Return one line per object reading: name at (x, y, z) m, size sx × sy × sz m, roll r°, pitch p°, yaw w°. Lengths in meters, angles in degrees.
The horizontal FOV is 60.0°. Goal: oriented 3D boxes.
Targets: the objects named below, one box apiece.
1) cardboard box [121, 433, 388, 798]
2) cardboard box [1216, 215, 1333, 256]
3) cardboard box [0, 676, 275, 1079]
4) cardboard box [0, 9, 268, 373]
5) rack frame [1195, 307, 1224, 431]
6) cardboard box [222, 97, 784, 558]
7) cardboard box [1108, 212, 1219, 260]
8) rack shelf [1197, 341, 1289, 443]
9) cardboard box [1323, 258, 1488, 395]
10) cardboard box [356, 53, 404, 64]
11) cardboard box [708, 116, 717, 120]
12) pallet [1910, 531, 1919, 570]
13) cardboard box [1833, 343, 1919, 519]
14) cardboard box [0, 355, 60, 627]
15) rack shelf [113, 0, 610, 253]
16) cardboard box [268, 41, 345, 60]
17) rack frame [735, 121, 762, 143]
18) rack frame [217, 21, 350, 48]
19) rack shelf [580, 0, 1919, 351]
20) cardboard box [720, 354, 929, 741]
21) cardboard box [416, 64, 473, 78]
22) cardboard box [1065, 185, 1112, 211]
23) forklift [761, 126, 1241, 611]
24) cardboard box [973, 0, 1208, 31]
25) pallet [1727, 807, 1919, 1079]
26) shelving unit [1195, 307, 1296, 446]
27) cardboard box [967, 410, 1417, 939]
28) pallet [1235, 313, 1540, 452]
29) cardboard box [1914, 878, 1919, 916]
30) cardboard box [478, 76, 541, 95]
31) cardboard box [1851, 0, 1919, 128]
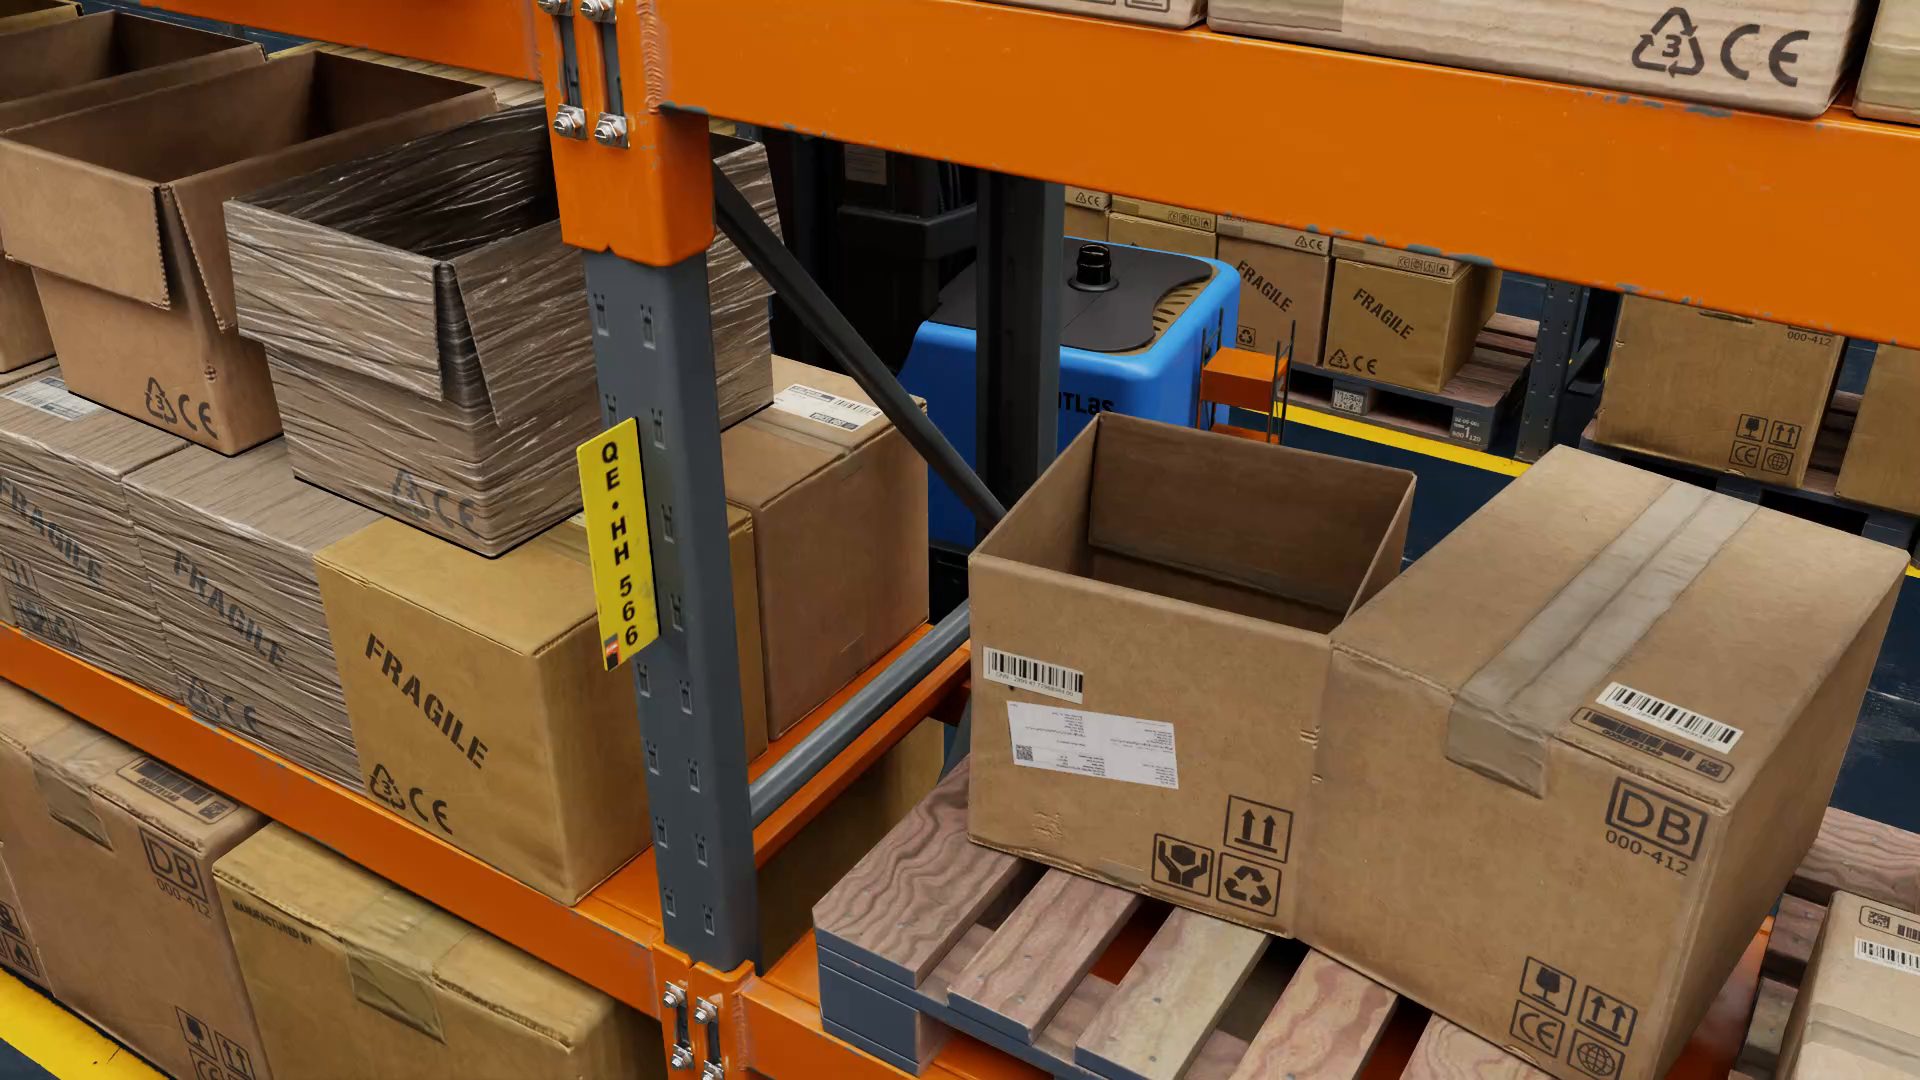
cardboard box at (-1.108, 0.066, 3.061) m, size 0.500 × 0.500 × 0.500 m, roll 17°, pitch 34°, yaw 27°
cardboard box at (1.431, -1.446, 7.071) m, size 0.500 × 0.250 × 0.500 m, roll 18°, pitch 35°, yaw 28°
cardboard box at (-1.463, 0.572, 3.984) m, size 0.875 × 0.875 × 1.225 m, roll 18°, pitch 35°, yaw 27°
cardboard box at (-1.871, -0.760, 3.481) m, size 0.637 × 0.503 × 0.797 m, roll 19°, pitch 35°, yaw 29°
rack frame at (0.824, -0.270, 5.671) m, size 0.008 × 1.050 × 0.200 m, roll 13°, pitch 33°, yaw 21°
cardboard box at (-0.749, -0.407, 2.877) m, size 0.637 × 0.503 × 0.797 m, roll 19°, pitch 35°, yaw 29°
cardboard box at (0.993, -1.260, 7.497) m, size 0.500 × 0.500 × 0.500 m, roll 16°, pitch 34°, yaw 25°
rack shelf at (0.935, -0.480, 5.489) m, size 0.240 × 0.259 × 0.215 m, roll 13°, pitch 33°, yaw 21°
cardboard box at (1.887, -0.984, 7.025) m, size 0.500 × 0.500 × 0.500 m, roll 17°, pitch 34°, yaw 27°
cardboard box at (-3.486, -2.738, 9.789) m, size 0.250 × 0.149 × 0.380 m, roll 17°, pitch 35°, yaw 27°
cardboard box at (-1.481, -2.132, 8.750) m, size 0.250 × 0.149 × 0.380 m, roll 18°, pitch 35°, yaw 28°
pallet at (4.241, -0.043, 6.114) m, size 1.213 × 0.211 × 1.003 m, roll 18°, pitch 35°, yaw 27°
cardboard box at (3.794, -0.593, 6.106) m, size 0.750 × 0.750 × 1.050 m, roll 18°, pitch 35°, yaw 28°
cardboard box at (-1.980, -0.208, 3.531) m, size 0.500 × 0.500 × 0.500 m, roll 18°, pitch 35°, yaw 28°
rack shelf at (-1.833, -1.249, 3.151) m, size 4.000 × 0.370 × 1.077 m, roll 18°, pitch 35°, yaw 27°
cardboard box at (-3.929, -2.883, 10.037) m, size 0.250 × 0.149 × 0.380 m, roll 16°, pitch 34°, yaw 25°
rack frame at (-0.804, -2.890, 8.226) m, size 0.127 × 3.000 × 1.000 m, roll 18°, pitch 35°, yaw 27°
rack frame at (-4.192, -3.961, 10.063) m, size 0.127 × 3.000 × 1.000 m, roll 18°, pitch 35°, yaw 27°
rack shelf at (1.555, -0.177, 1.314) m, size 4.000 × 0.370 × 1.077 m, roll 18°, pitch 35°, yaw 27°
cardboard box at (-0.406, -0.018, 3.204) m, size 0.500 × 0.500 × 0.500 m, roll 19°, pitch 35°, yaw 29°
cardboard box at (-3.002, -2.629, 9.601) m, size 0.250 × 0.149 × 0.380 m, roll 19°, pitch 35°, yaw 29°
cardboard box at (0.563, -1.724, 7.549) m, size 0.500 × 0.250 × 0.500 m, roll 19°, pitch 35°, yaw 29°
forklift at (-0.570, -1.400, 5.741) m, size 3.031 × 2.935 × 1.130 m, roll 13°, pitch 33°, yaw 21°
cardboard box at (0.124, -0.724, 1.687) m, size 0.500 × 0.250 × 0.500 m, roll 18°, pitch 35°, yaw 28°
pallet at (1.560, 0.868, 1.977) m, size 1.213 × 0.211 × 1.003 m, roll 18°, pitch 35°, yaw 27°
shelving unit at (0.935, -0.244, 5.626) m, size 0.252 × 1.050 × 0.215 m, roll 13°, pitch 33°, yaw 21°
cardboard box at (0.340, 0.175, 2.458) m, size 0.500 × 0.500 × 0.500 m, roll 13°, pitch 33°, yaw 21°
pallet at (1.923, -0.824, 7.452) m, size 1.213 × 0.211 × 1.003 m, roll 18°, pitch 35°, yaw 27°
cardboard box at (1.417, 0.480, 2.167) m, size 0.258 × 0.266 × 0.396 m, roll 17°, pitch 34°, yaw 26°
cardboard box at (-2.540, -2.512, 9.401) m, size 0.250 × 0.149 × 0.380 m, roll 18°, pitch 35°, yaw 27°
cardboard box at (0.999, -0.453, 1.222) m, size 0.500 × 0.250 × 0.500 m, roll 18°, pitch 35°, yaw 28°
